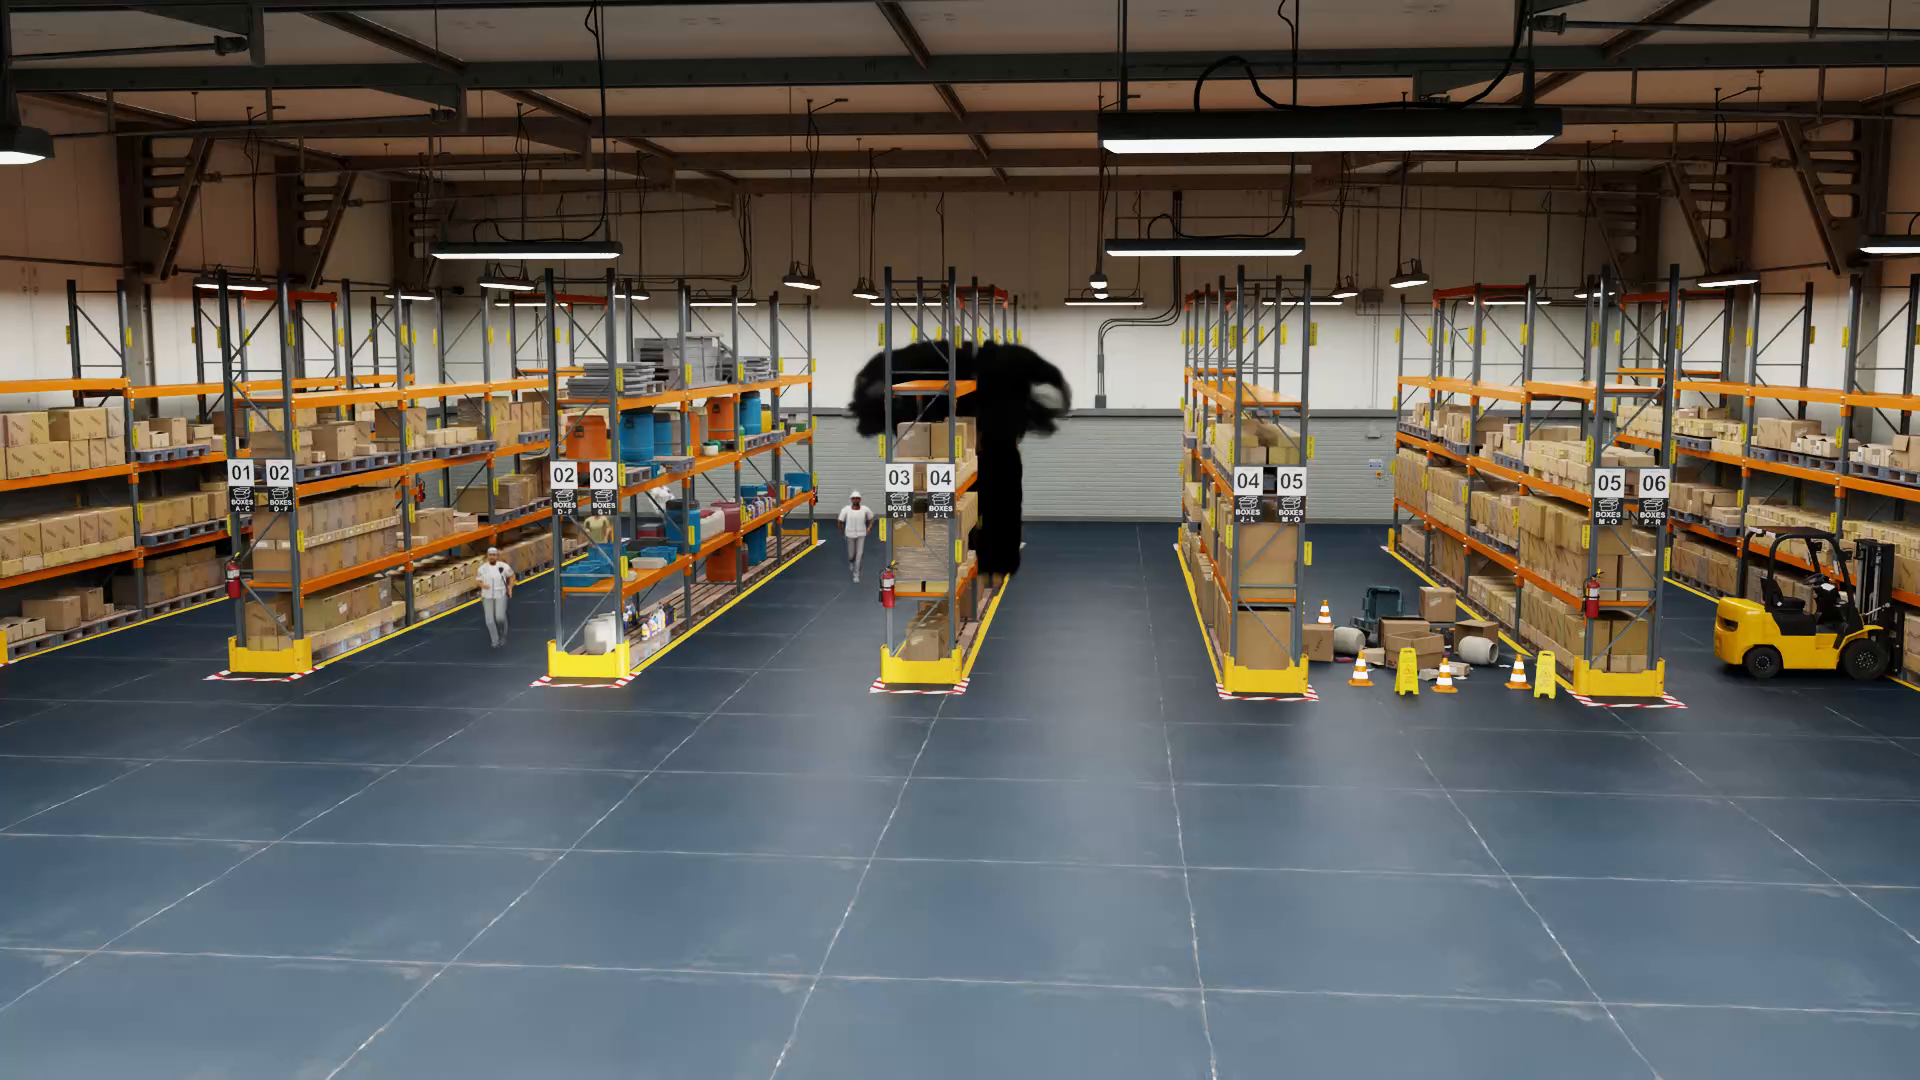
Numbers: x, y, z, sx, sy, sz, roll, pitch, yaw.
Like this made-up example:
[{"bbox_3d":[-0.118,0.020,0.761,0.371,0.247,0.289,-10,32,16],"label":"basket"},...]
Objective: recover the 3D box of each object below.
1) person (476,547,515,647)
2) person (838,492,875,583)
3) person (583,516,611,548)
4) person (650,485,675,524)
[{"bbox_3d":[-7.507,0.933,26.806,0.561,1.630,0.615,-1,7,-6],"label":"person"},{"bbox_3d":[-2.020,-0.073,32.414,0.711,1.758,0.738,0,7,-3],"label":"person"},{"bbox_3d":[-7.382,0.091,33.764,0.562,1.638,0.539,-1,7,-9],"label":"person"},{"bbox_3d":[-7.355,-0.774,41.141,0.683,1.604,0.531,-6,9,-41],"label":"person"}]
